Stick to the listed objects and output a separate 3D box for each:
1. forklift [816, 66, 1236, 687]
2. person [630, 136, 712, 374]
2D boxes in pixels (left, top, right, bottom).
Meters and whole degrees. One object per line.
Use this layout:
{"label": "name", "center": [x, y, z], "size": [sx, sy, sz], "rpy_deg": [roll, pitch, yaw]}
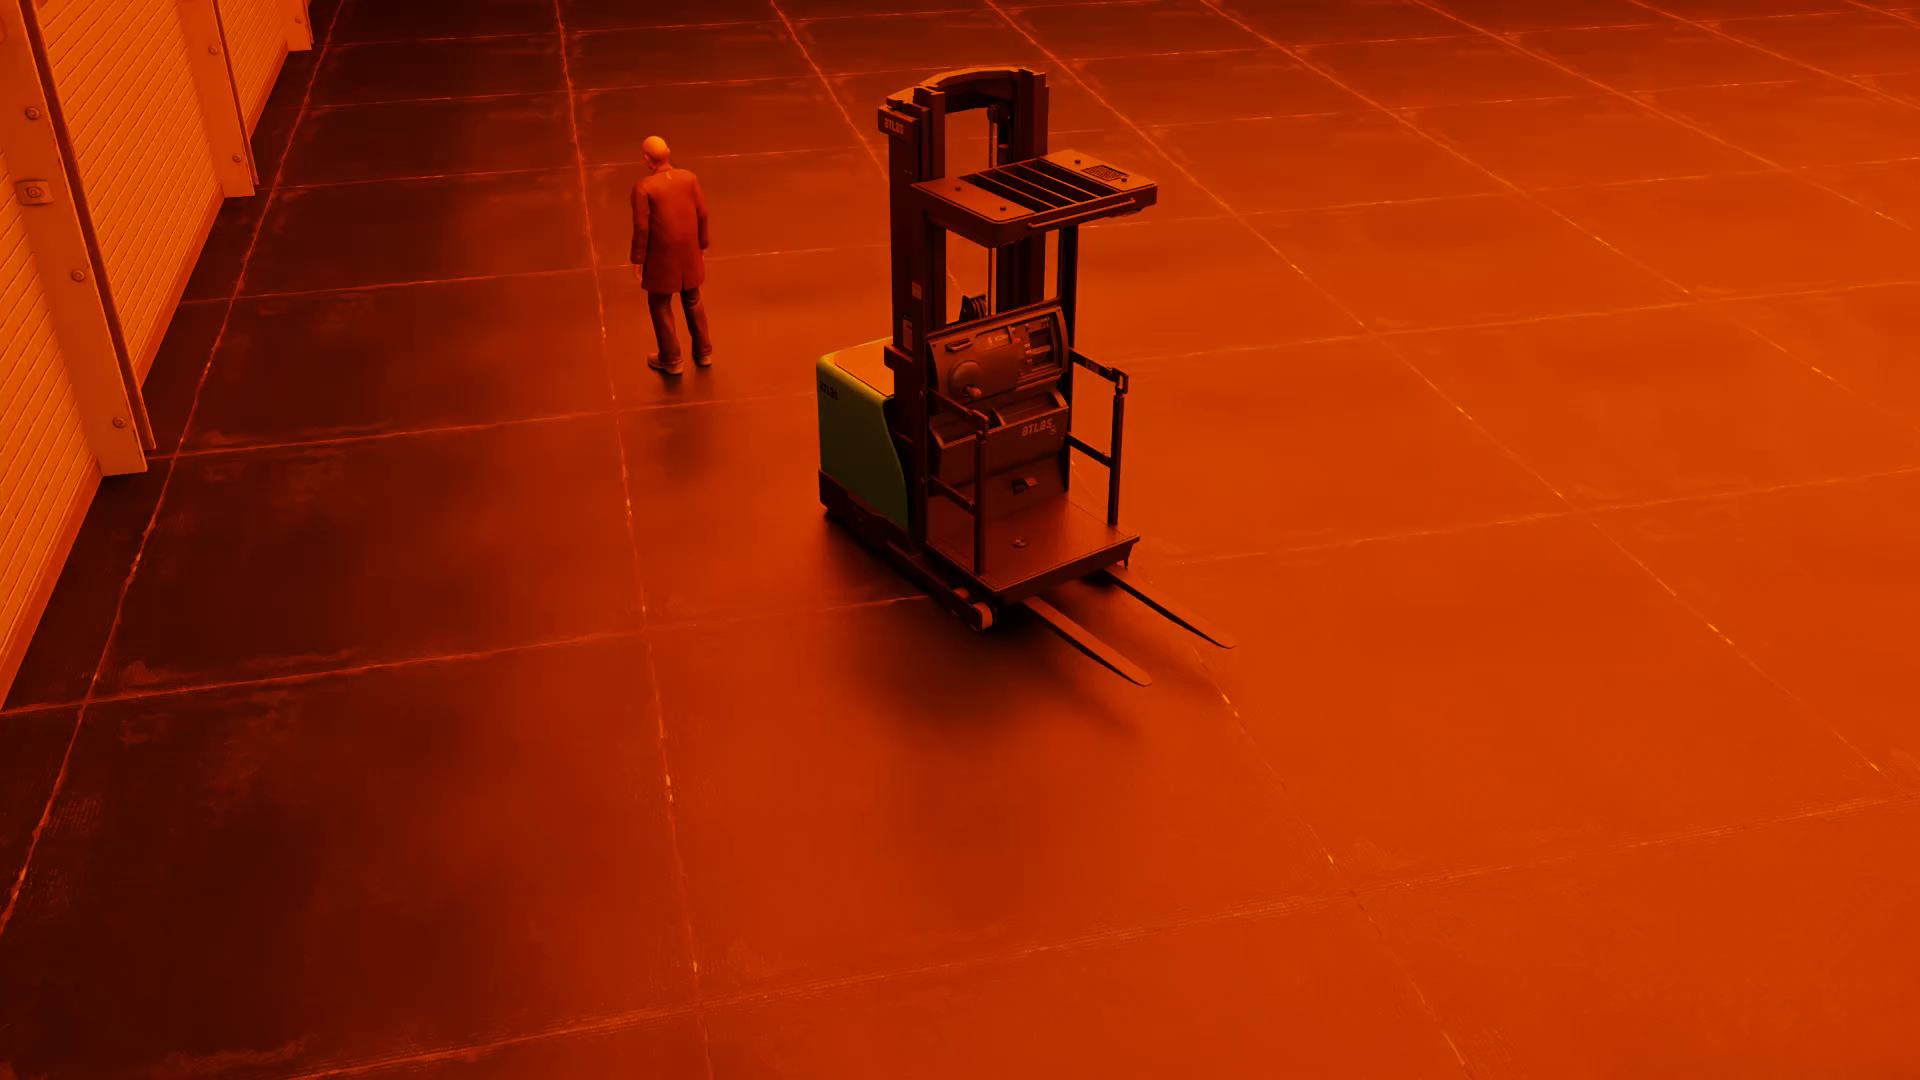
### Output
{"label": "forklift", "center": [0.355, -1.021, 9.338], "size": [1.130, 2.935, 3.031], "rpy_deg": [-20, 35, -30]}
{"label": "person", "center": [-2.155, -2.121, 12.392], "size": [0.644, 1.774, 0.420], "rpy_deg": [-21, 36, -32]}
